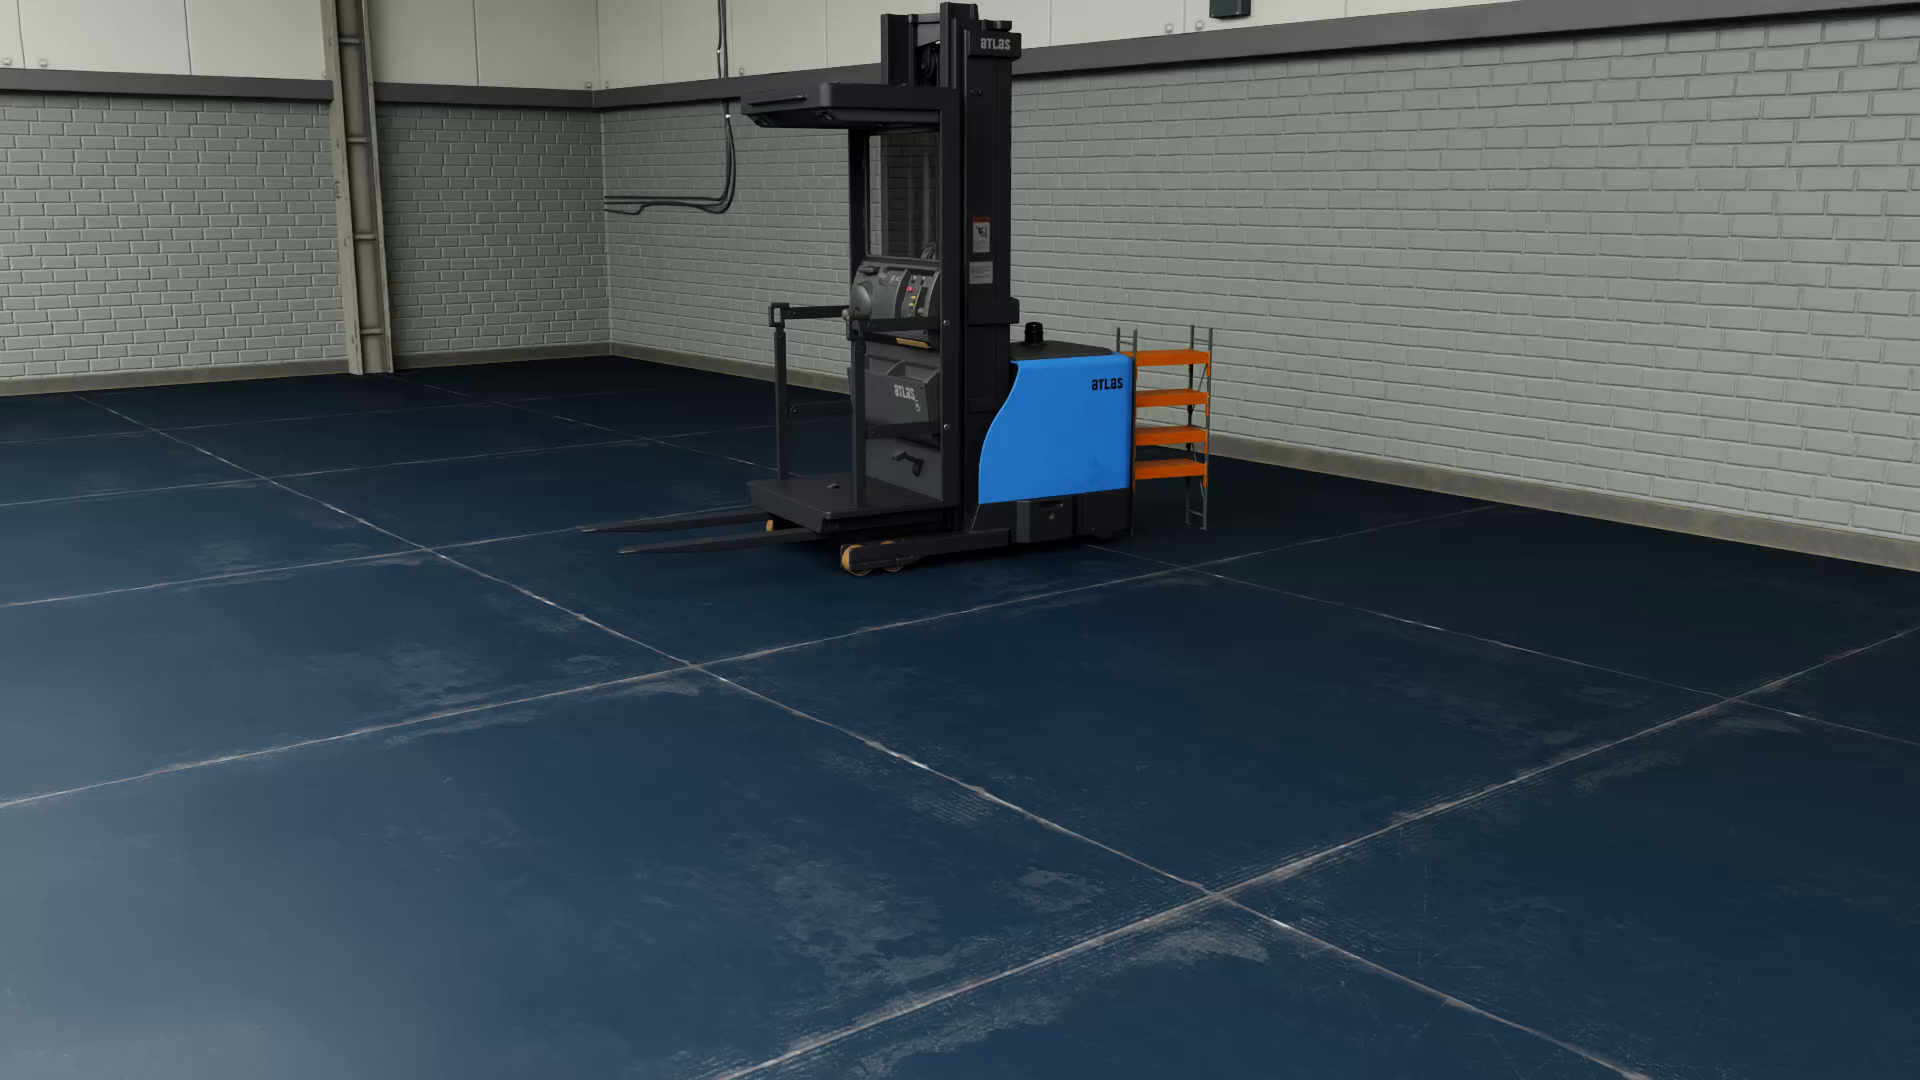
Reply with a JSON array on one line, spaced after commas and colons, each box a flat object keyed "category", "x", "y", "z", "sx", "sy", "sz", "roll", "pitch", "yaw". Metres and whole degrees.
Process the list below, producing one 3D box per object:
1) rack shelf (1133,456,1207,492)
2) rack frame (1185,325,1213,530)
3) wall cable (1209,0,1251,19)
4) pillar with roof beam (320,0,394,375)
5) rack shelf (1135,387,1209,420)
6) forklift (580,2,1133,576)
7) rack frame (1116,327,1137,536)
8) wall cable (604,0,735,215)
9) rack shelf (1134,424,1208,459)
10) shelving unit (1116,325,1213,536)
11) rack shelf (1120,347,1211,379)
[{"category": "rack shelf", "x": 1.191, "y": -0.391, "z": 9.861, "sx": 0.480, "sy": 0.148, "sz": 0.258, "roll": -5, "pitch": 13, "yaw": -20}, {"category": "rack frame", "x": 1.419, "y": -0.669, "z": 9.891, "sx": 0.015, "sy": 1.200, "sz": 0.240, "roll": -5, "pitch": 13, "yaw": -20}, {"category": "wall cable", "x": 2.554, "y": -6.540, "z": 10.576, "sx": 0.169, "sy": 6.003, "sz": 2.305, "roll": -9, "pitch": 15, "yaw": -38}, {"category": "pillar with roof beam", "x": -3.801, "y": -5.552, "z": 14.112, "sx": 0.400, "sy": 9.000, "sz": 9.100, "roll": -9, "pitch": 15, "yaw": -38}, {"category": "rack shelf", "x": 1.191, "y": -0.804, "z": 9.773, "sx": 0.480, "sy": 0.148, "sz": 0.258, "roll": -5, "pitch": 13, "yaw": -20}, {"category": "forklift", "x": -0.540, "y": -1.369, "z": 9.021, "sx": 3.031, "sy": 2.935, "sz": 1.130, "roll": -7, "pitch": 14, "yaw": -29}, {"category": "rack frame", "x": 0.963, "y": -0.633, "z": 9.721, "sx": 0.015, "sy": 1.200, "sz": 0.240, "roll": -5, "pitch": 13, "yaw": -20}, {"category": "wall cable", "x": -3.364, "y": -4.899, "z": 18.513, "sx": 0.112, "sy": 2.526, "sz": 3.097, "roll": -9, "pitch": 15, "yaw": -38}, {"category": "rack shelf", "x": 1.191, "y": -0.585, "z": 9.820, "sx": 0.480, "sy": 0.148, "sz": 0.258, "roll": -5, "pitch": 13, "yaw": -20}, {"category": "shelving unit", "x": 1.191, "y": -0.651, "z": 9.806, "sx": 0.503, "sy": 1.200, "sz": 0.258, "roll": -5, "pitch": 13, "yaw": -20}, {"category": "rack shelf", "x": 1.191, "y": -1.035, "z": 9.724, "sx": 0.480, "sy": 0.148, "sz": 0.258, "roll": -5, "pitch": 13, "yaw": -20}]
